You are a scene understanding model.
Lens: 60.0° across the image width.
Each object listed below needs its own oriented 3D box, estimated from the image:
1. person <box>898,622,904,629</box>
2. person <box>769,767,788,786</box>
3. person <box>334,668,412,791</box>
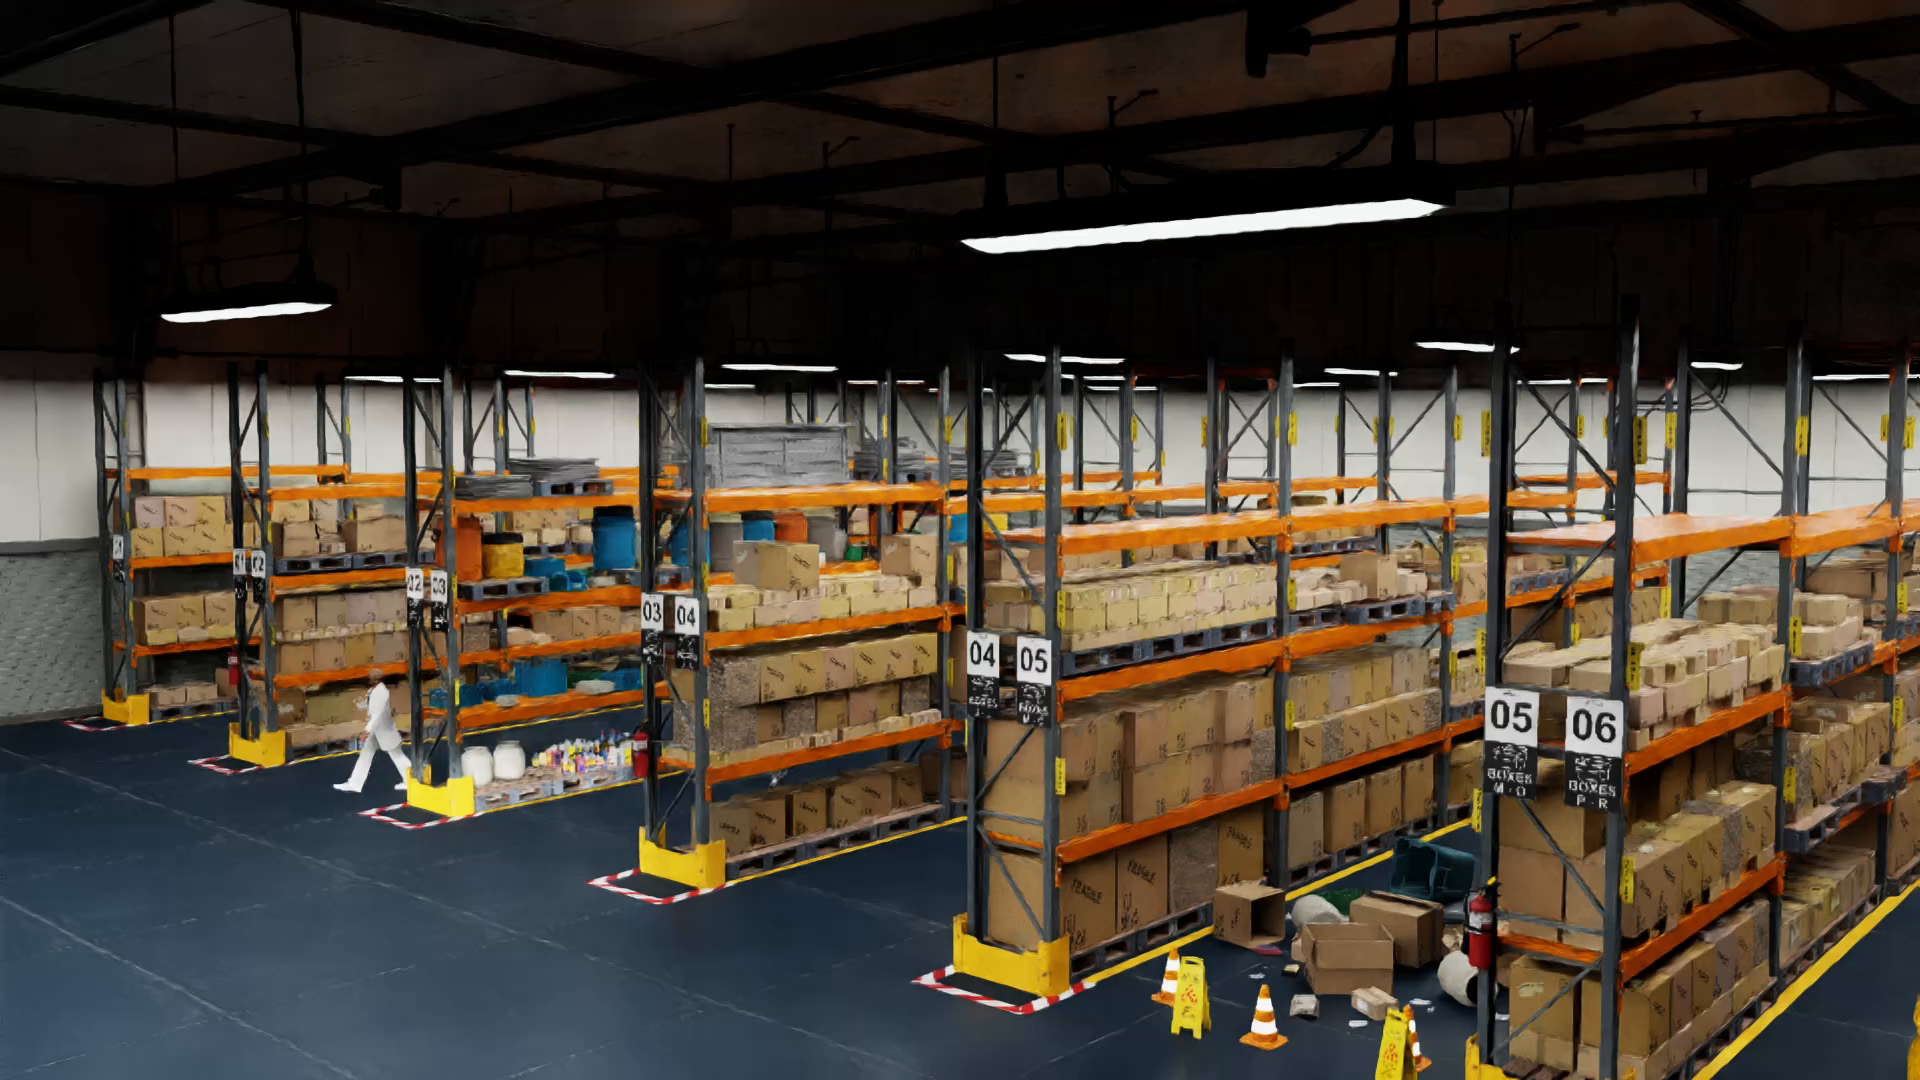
[{"bbox_3d":[-1.263,2.025,30.381,0.653,1.786,0.570,-2,5,-22],"label":"person"},{"bbox_3d":[-2.589,2.657,23.540,0.542,1.563,0.601,3,5,33],"label":"person"},{"bbox_3d":[-8.013,2.607,22.890,1.103,1.714,0.575,-3,5,-39],"label":"person"}]
